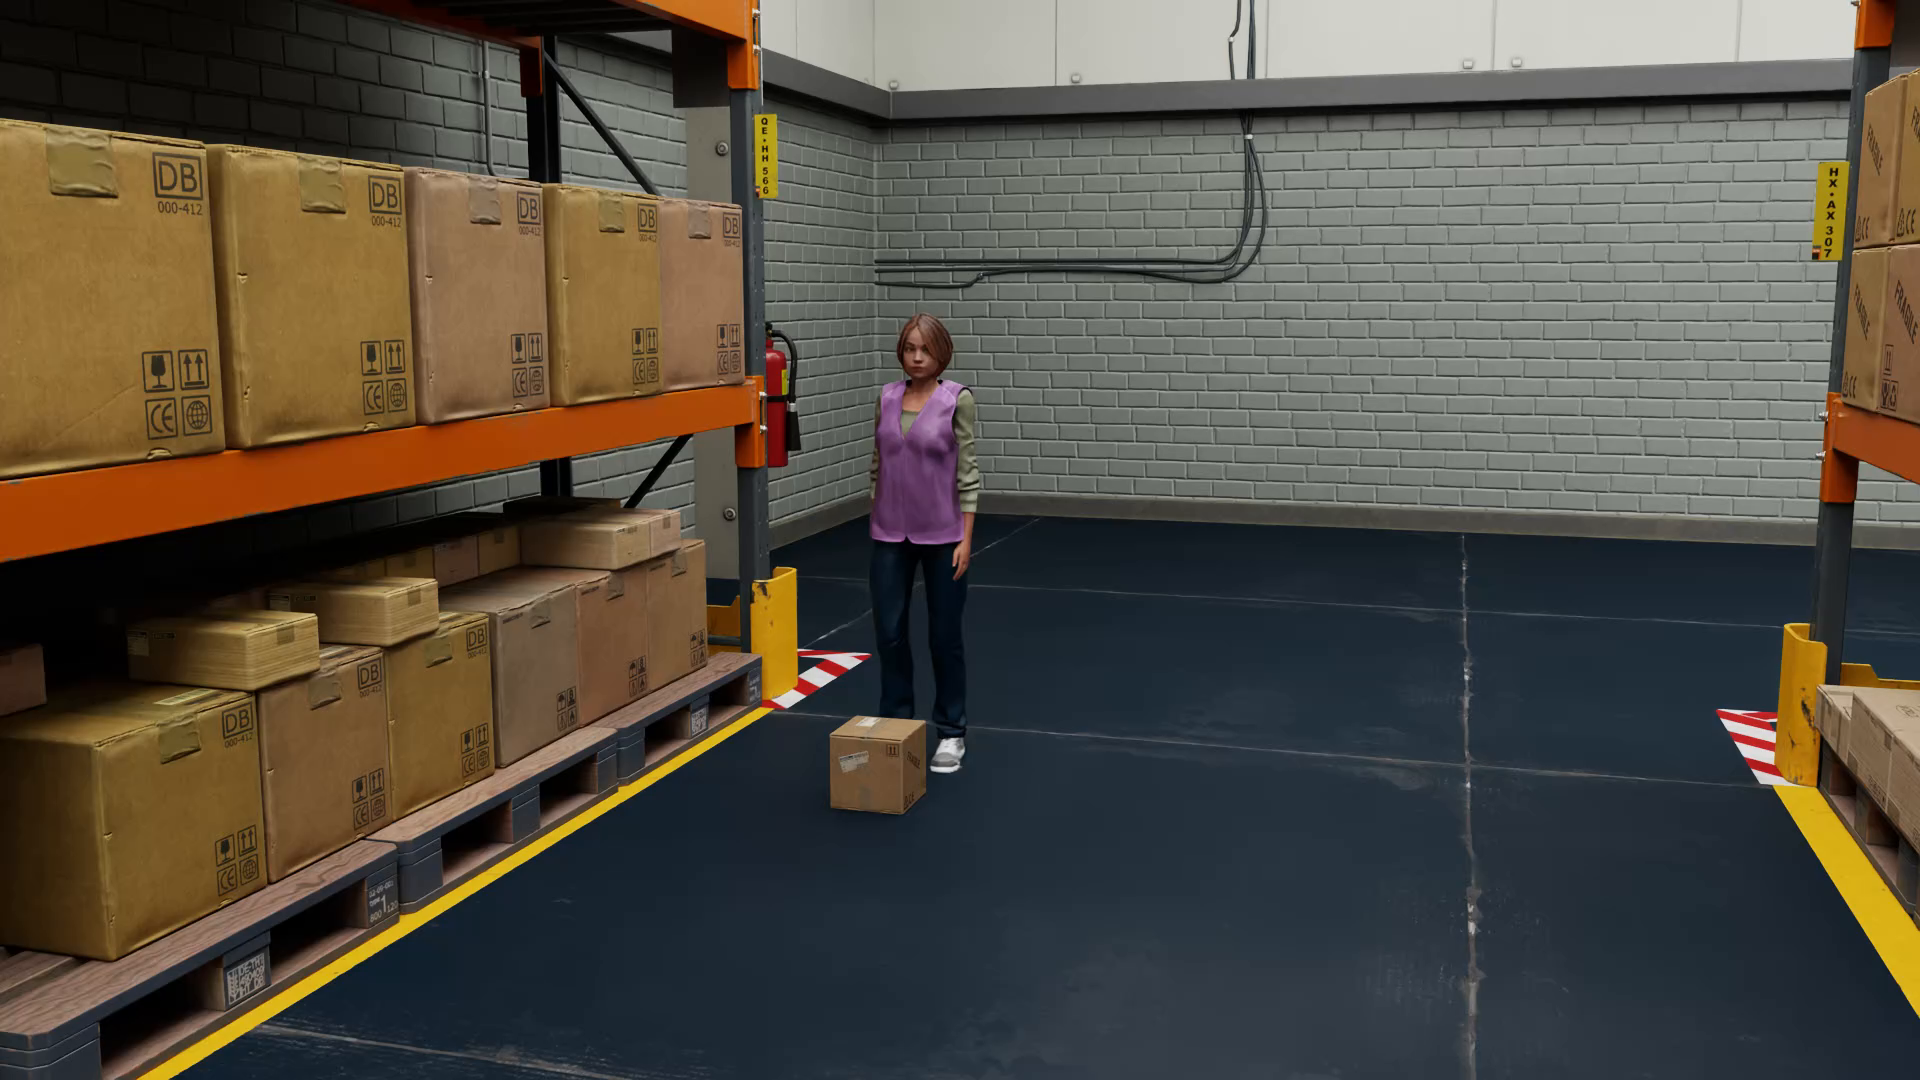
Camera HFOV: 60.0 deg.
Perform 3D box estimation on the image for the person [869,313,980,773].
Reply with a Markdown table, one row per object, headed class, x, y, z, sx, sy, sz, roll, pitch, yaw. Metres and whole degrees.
| class | x | y | z | sx | sy | sz | roll | pitch | yaw |
| --- | --- | --- | --- | --- | --- | --- | --- | --- | --- |
| person | -0.128 | 0.013 | 5.818 | 0.405 | 1.602 | 0.300 | 3 | 9 | 17 |
